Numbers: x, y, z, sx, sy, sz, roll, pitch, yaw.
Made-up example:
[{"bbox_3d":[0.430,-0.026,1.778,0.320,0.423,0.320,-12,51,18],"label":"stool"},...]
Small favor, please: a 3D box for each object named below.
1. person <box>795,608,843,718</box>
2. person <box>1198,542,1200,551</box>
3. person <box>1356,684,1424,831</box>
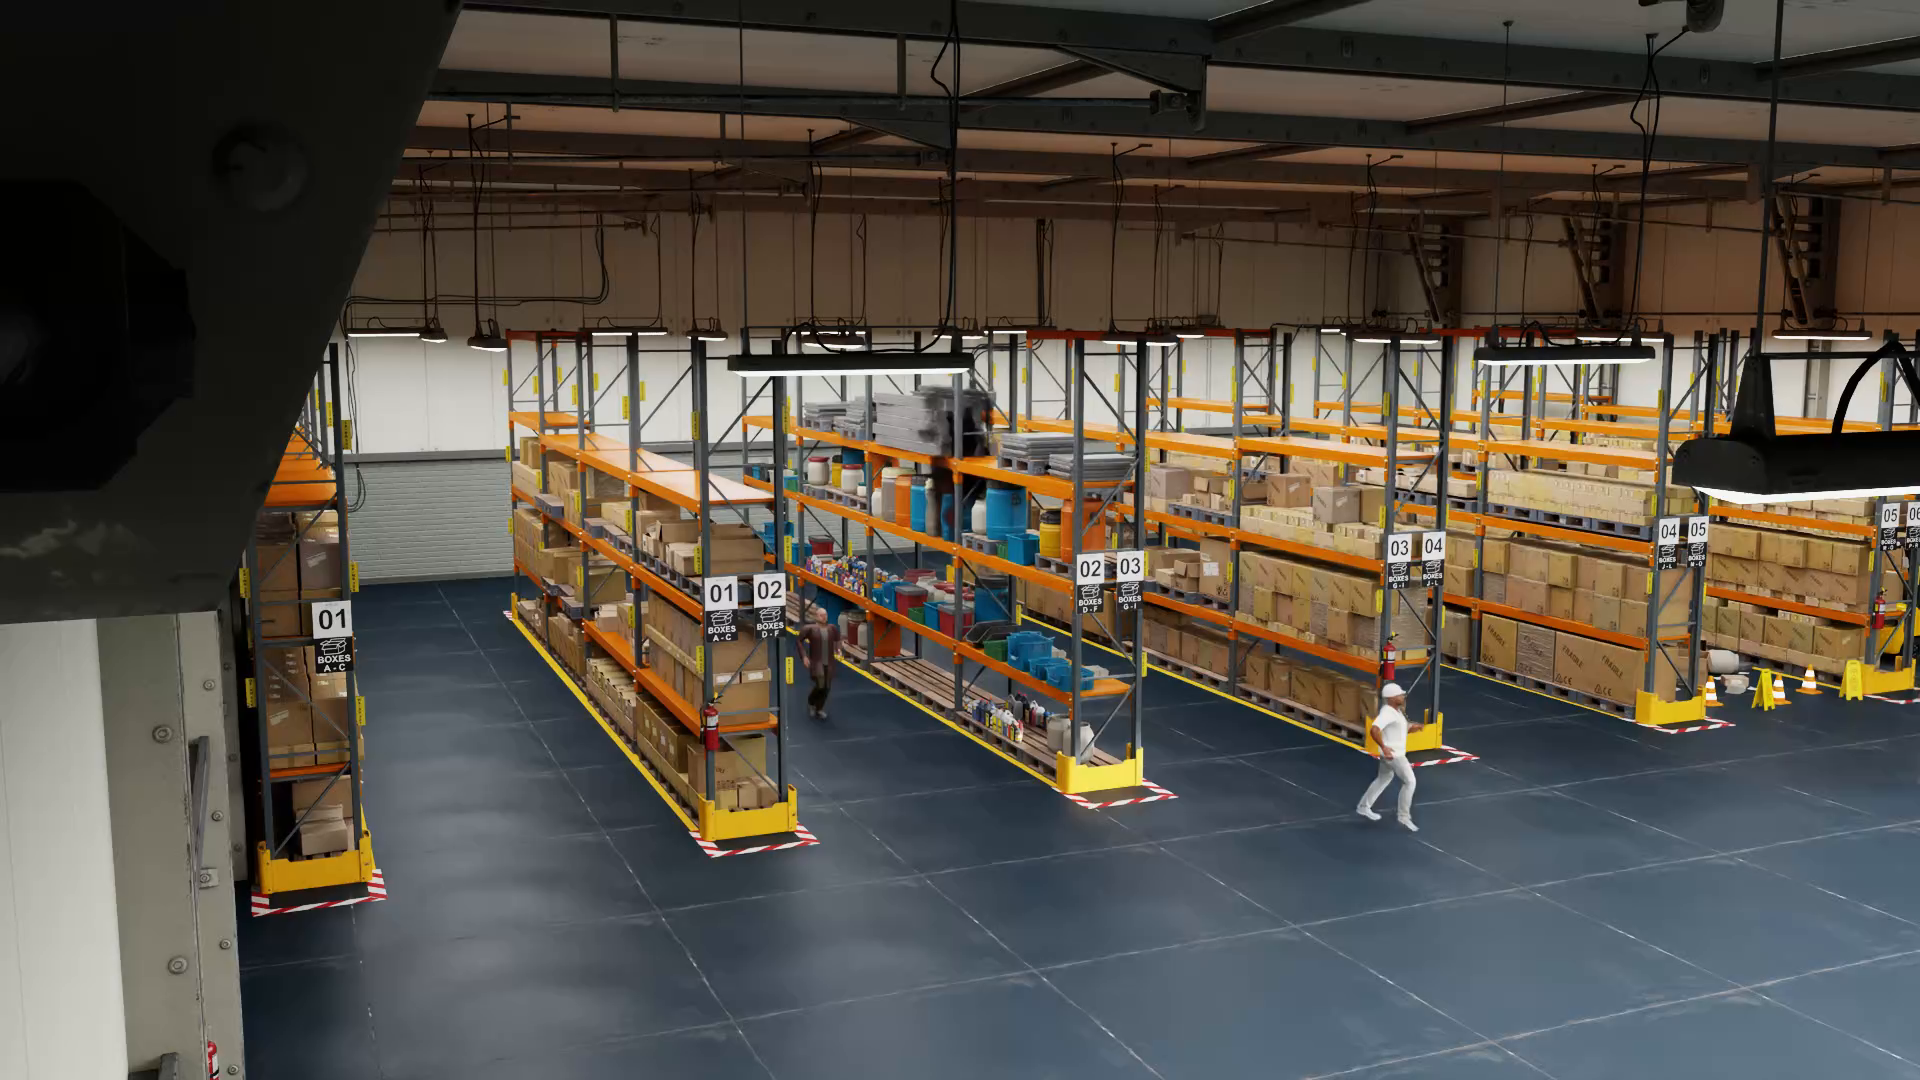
[{"bbox_3d":[-2.141,1.933,26.009,0.717,1.747,0.645,-5,9,-30],"label":"person"},{"bbox_3d":[6.274,-0.268,42.462,0.924,1.662,0.549,-5,9,-30],"label":"person"},{"bbox_3d":[5.324,2.673,20.531,0.782,1.828,0.674,1,8,7],"label":"person"}]
